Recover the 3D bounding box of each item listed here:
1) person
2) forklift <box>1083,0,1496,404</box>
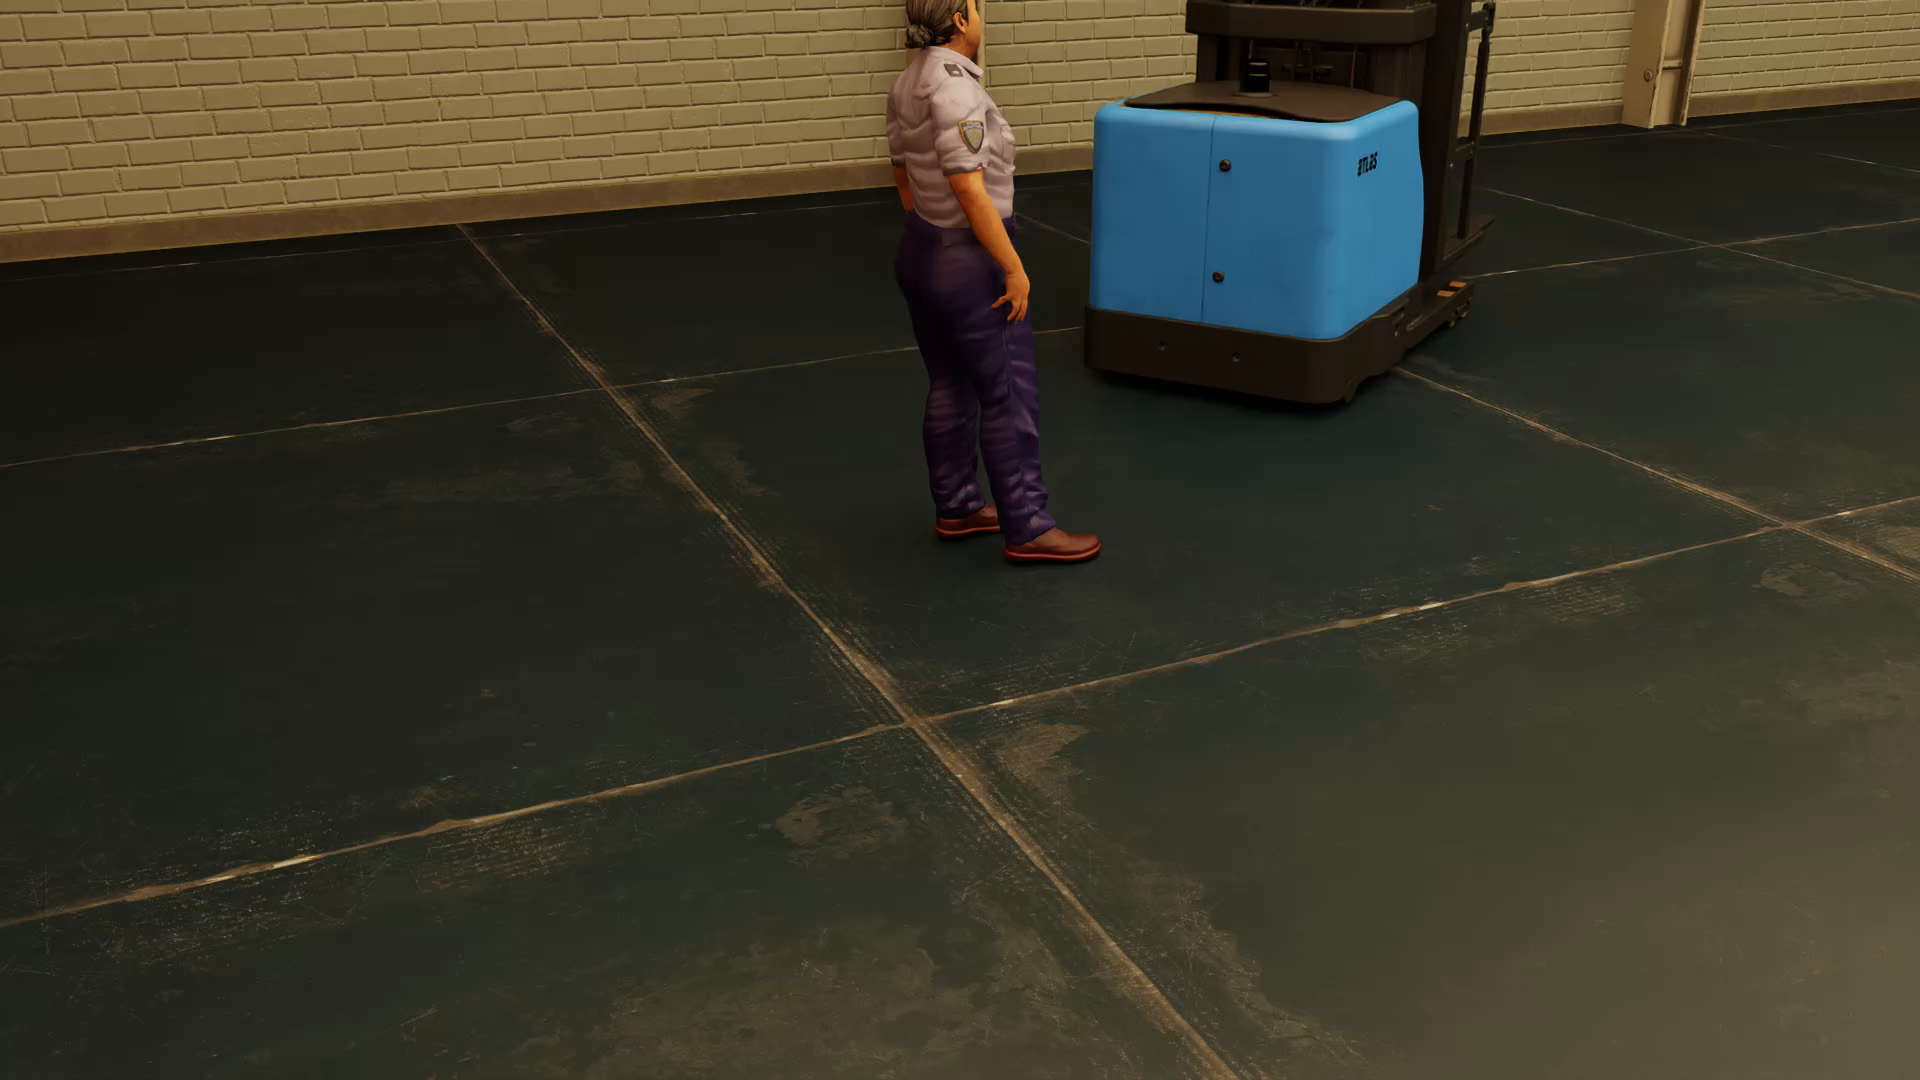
[{"bbox_3d":[0.091,-0.774,4.804,0.502,1.651,0.598,-10,25,-23],"label":"person"},{"bbox_3d":[1.677,-2.374,7.002,1.130,2.935,3.031,13,26,28],"label":"forklift"}]
